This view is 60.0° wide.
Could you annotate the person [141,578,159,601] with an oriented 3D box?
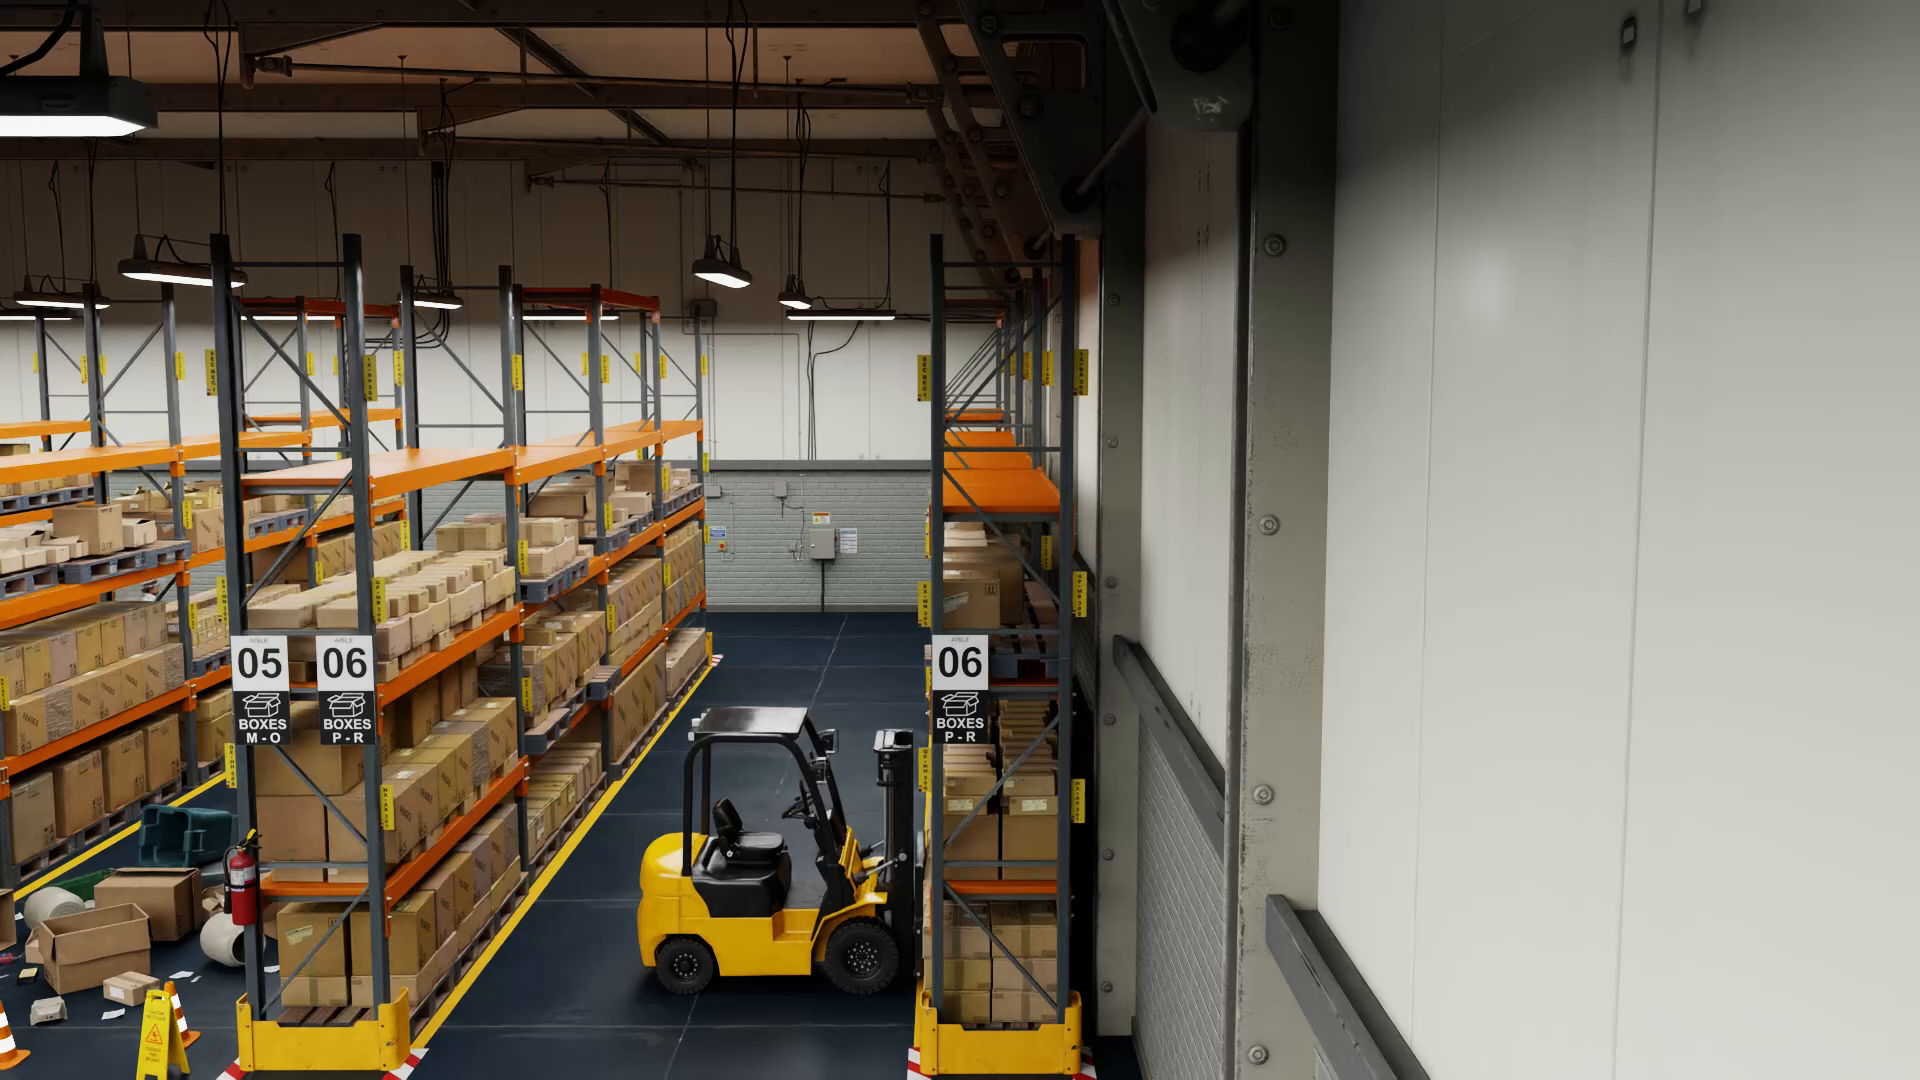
[{"bbox_3d":[-12.746,1.437,26.115,0.486,1.659,0.499,5,8,40],"label":"person"}]
